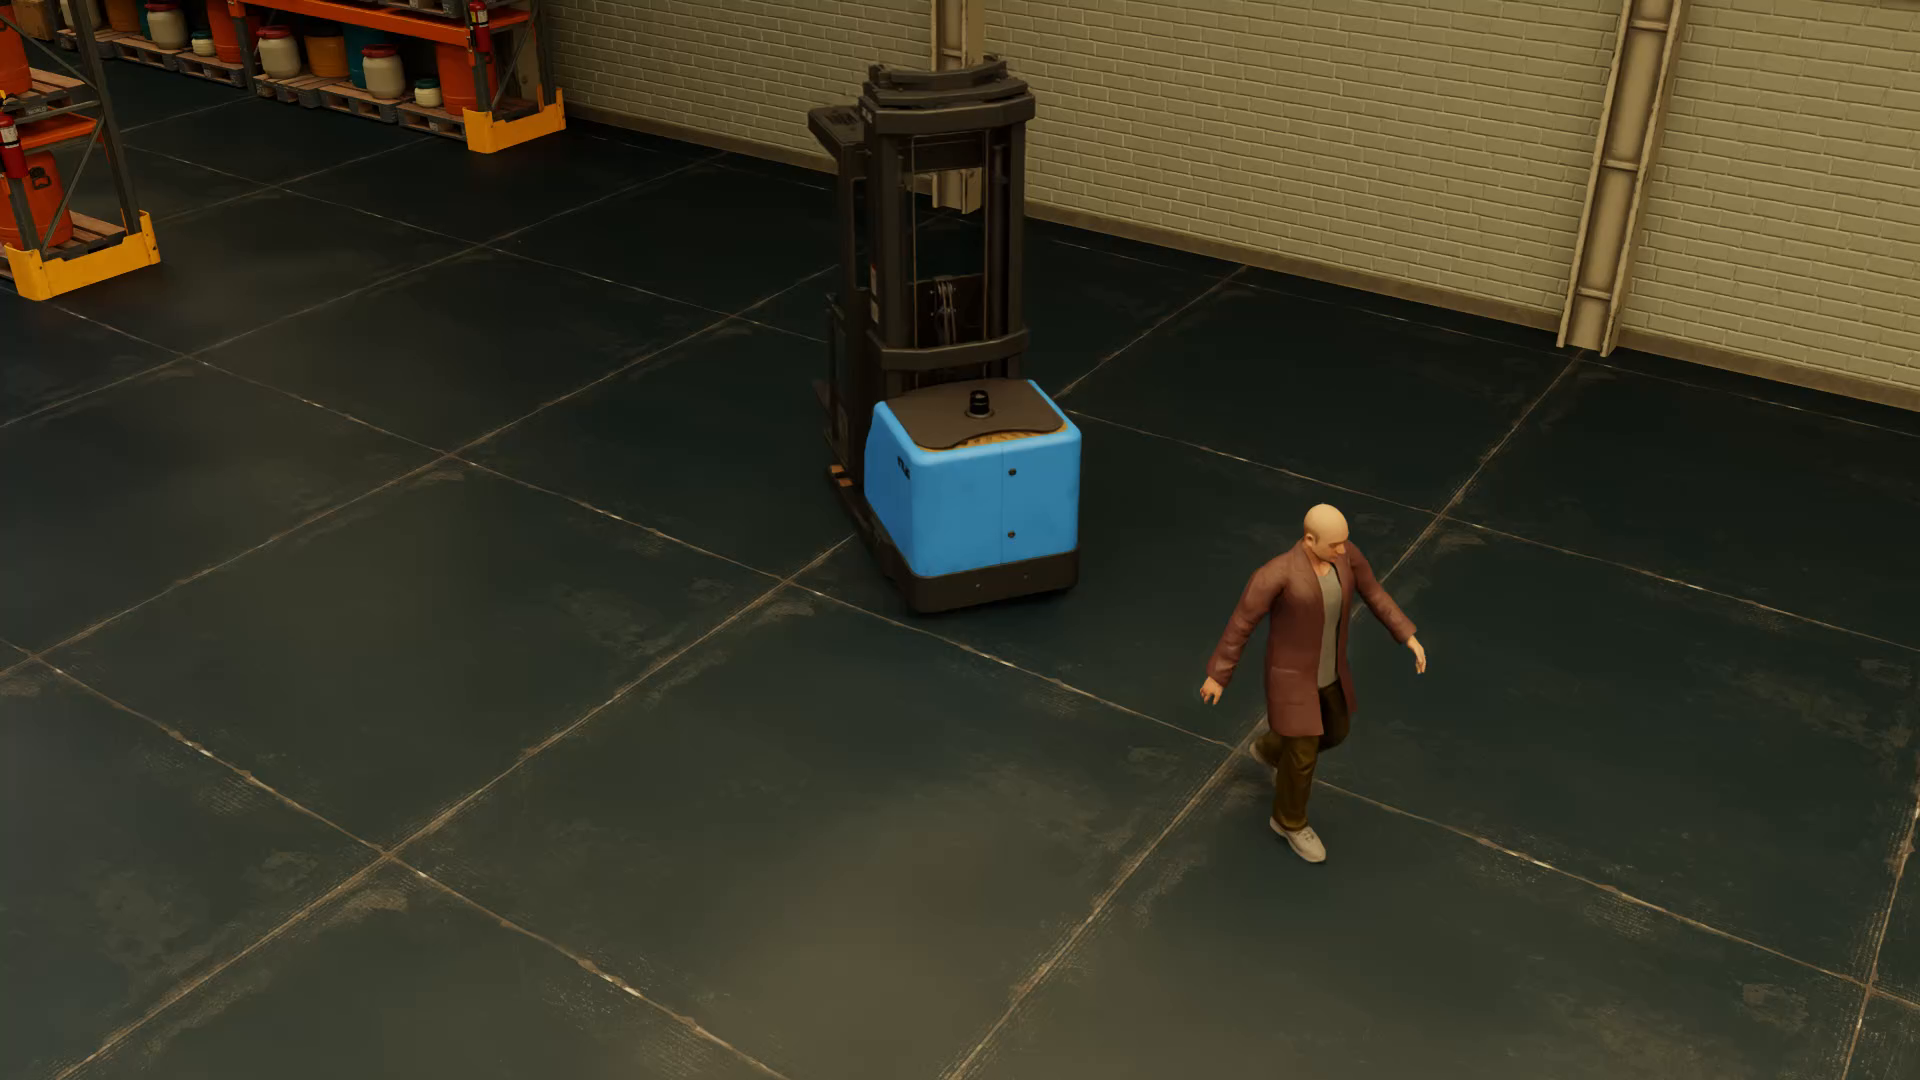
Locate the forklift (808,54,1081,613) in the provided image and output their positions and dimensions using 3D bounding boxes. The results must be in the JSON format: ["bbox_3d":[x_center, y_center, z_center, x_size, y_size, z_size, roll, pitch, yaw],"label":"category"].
[{"bbox_3d":[-0.262,-1.571,10.287,1.130,2.935,3.031,-10,32,-17],"label":"forklift"}]

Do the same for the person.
[{"bbox_3d":[1.592,0.608,7.708,0.913,1.762,0.746,-19,35,-29],"label":"person"}]
